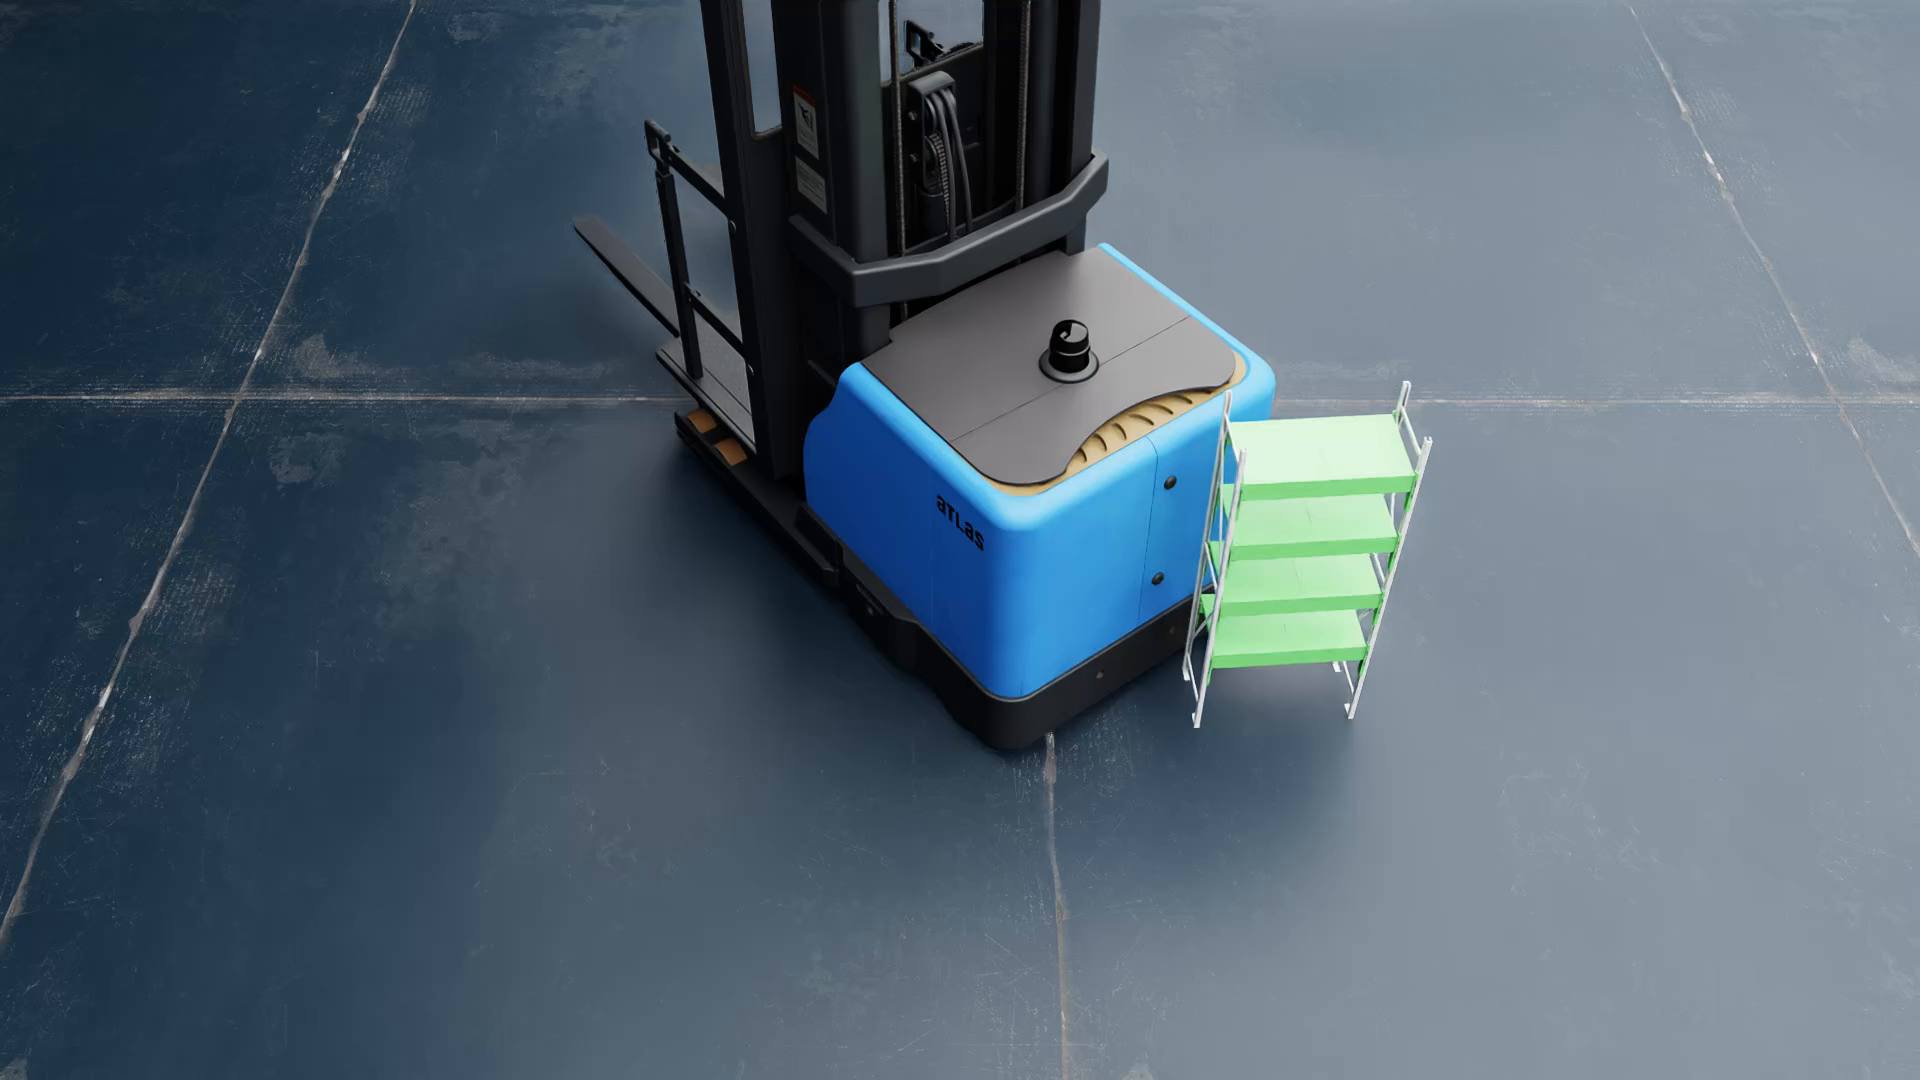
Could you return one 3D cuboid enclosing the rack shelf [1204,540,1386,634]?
[{"bbox_3d":[0.976,0.123,4.904,0.480,0.148,0.258,-3,47,-3],"label":"rack shelf"}]

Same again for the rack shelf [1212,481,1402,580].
[{"bbox_3d":[0.976,-0.041,4.728,0.480,0.148,0.258,-3,47,-3],"label":"rack shelf"}]

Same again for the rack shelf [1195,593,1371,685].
[{"bbox_3d":[0.976,0.286,5.079,0.480,0.148,0.258,-3,47,-3],"label":"rack shelf"}]

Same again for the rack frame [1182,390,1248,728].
[{"bbox_3d":[0.732,0.092,4.845,0.015,1.200,0.240,-3,47,-3],"label":"rack frame"}]

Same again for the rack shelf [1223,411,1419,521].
[{"bbox_3d":[0.976,-0.204,4.552,0.480,0.148,0.258,-3,47,-3],"label":"rack shelf"}]

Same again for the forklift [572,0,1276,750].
[{"bbox_3d":[-0.368,-1.395,5.046,1.130,2.935,3.031,-29,53,-24],"label":"forklift"}]

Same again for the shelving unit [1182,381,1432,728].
[{"bbox_3d":[0.976,0.079,4.857,0.503,1.200,0.258,-3,47,-3],"label":"shelving unit"}]

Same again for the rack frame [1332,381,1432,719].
[{"bbox_3d":[1.219,0.066,4.869,0.015,1.200,0.240,-3,47,-3],"label":"rack frame"}]
